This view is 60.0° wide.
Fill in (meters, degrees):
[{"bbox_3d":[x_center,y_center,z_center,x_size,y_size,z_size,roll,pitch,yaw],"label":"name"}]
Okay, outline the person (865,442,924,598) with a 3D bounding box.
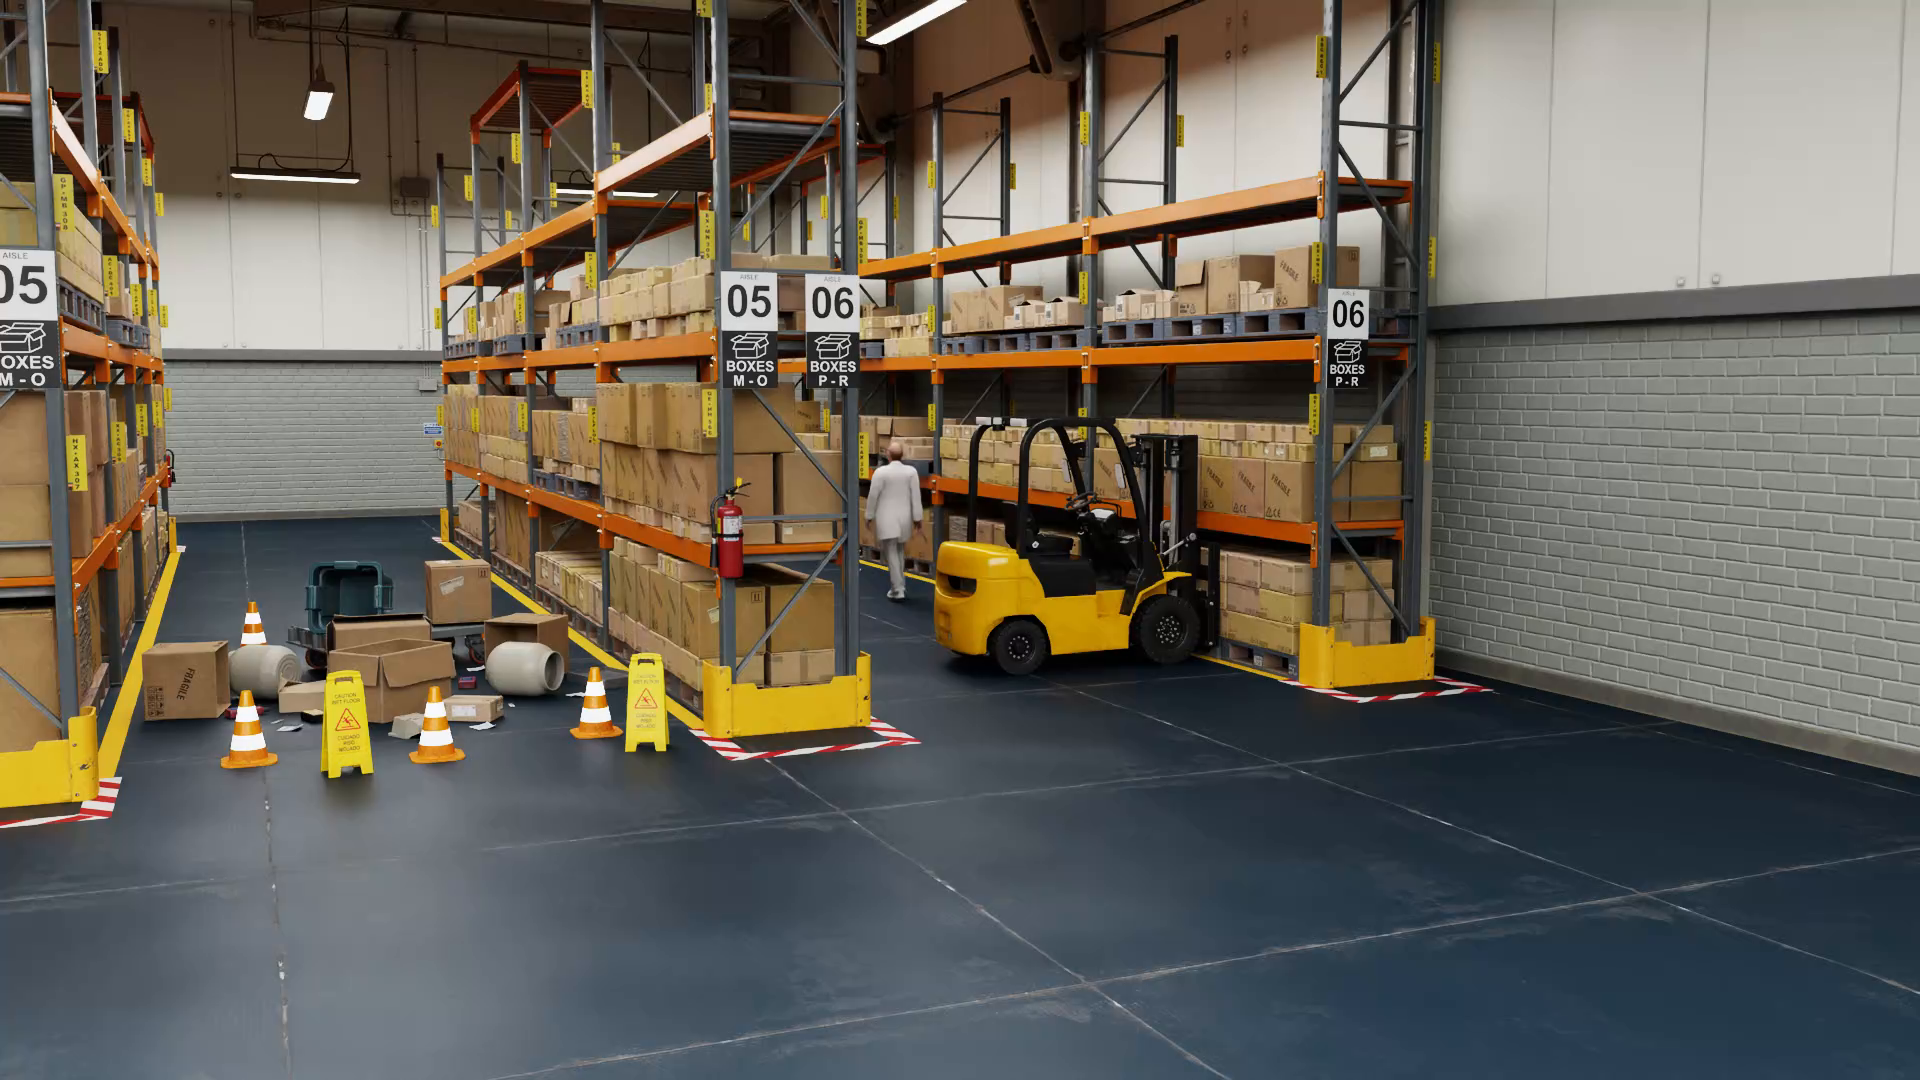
[{"bbox_3d":[-0.763,-0.190,18.917,0.622,1.842,0.716,-2,6,-23],"label":"person"}]
